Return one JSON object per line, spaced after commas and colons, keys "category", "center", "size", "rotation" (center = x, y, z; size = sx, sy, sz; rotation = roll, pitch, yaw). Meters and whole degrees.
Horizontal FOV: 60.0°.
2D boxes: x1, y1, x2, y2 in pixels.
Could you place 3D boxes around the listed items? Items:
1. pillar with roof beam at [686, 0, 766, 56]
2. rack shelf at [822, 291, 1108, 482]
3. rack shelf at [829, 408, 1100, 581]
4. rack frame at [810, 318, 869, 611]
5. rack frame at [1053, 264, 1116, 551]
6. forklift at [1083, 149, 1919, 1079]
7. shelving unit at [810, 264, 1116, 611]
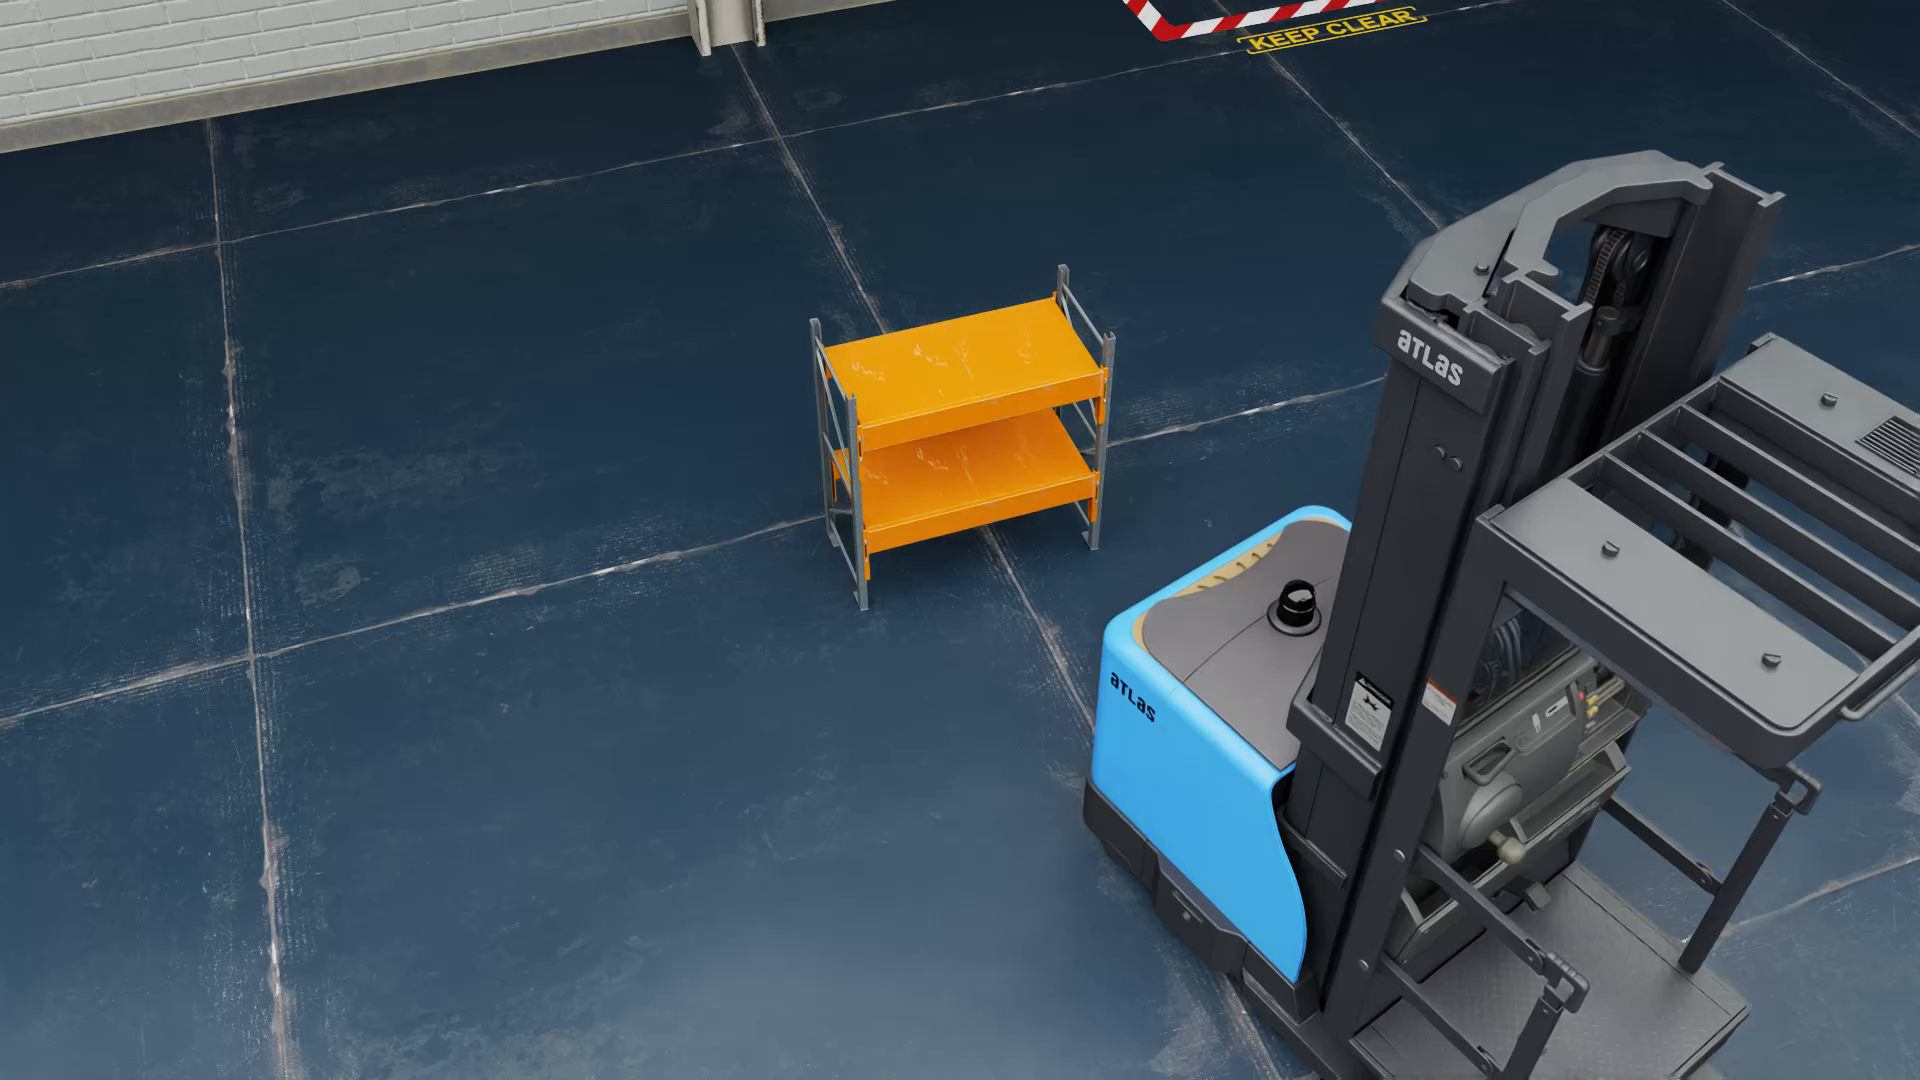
{"category": "pillar with roof beam", "center": [0.054, -3.351, 4.046], "size": [0.400, 9.000, 9.100], "rotation": [-14, 47, -14]}
{"category": "rack shelf", "center": [0.006, -0.605, 6.455], "size": [1.000, 0.278, 0.538], "rotation": [-14, 47, -14]}
{"category": "rack shelf", "center": [0.006, -0.226, 6.836], "size": [1.000, 0.278, 0.538], "rotation": [-14, 47, -14]}
{"category": "rack frame", "center": [-0.472, -0.276, 6.541], "size": [0.032, 1.125, 0.500], "rotation": [-14, 47, -14]}
{"category": "rack frame", "center": [0.485, -0.521, 6.784], "size": [0.032, 1.125, 0.500], "rotation": [-14, 47, -14]}
{"category": "forklift", "center": [1.730, 0.619, 4.373], "size": [1.130, 2.935, 3.031], "rotation": [-28, 52, -25]}
{"category": "shelving unit", "center": [0.006, -0.399, 6.663], "size": [1.048, 1.125, 0.538], "rotation": [-14, 47, -14]}
